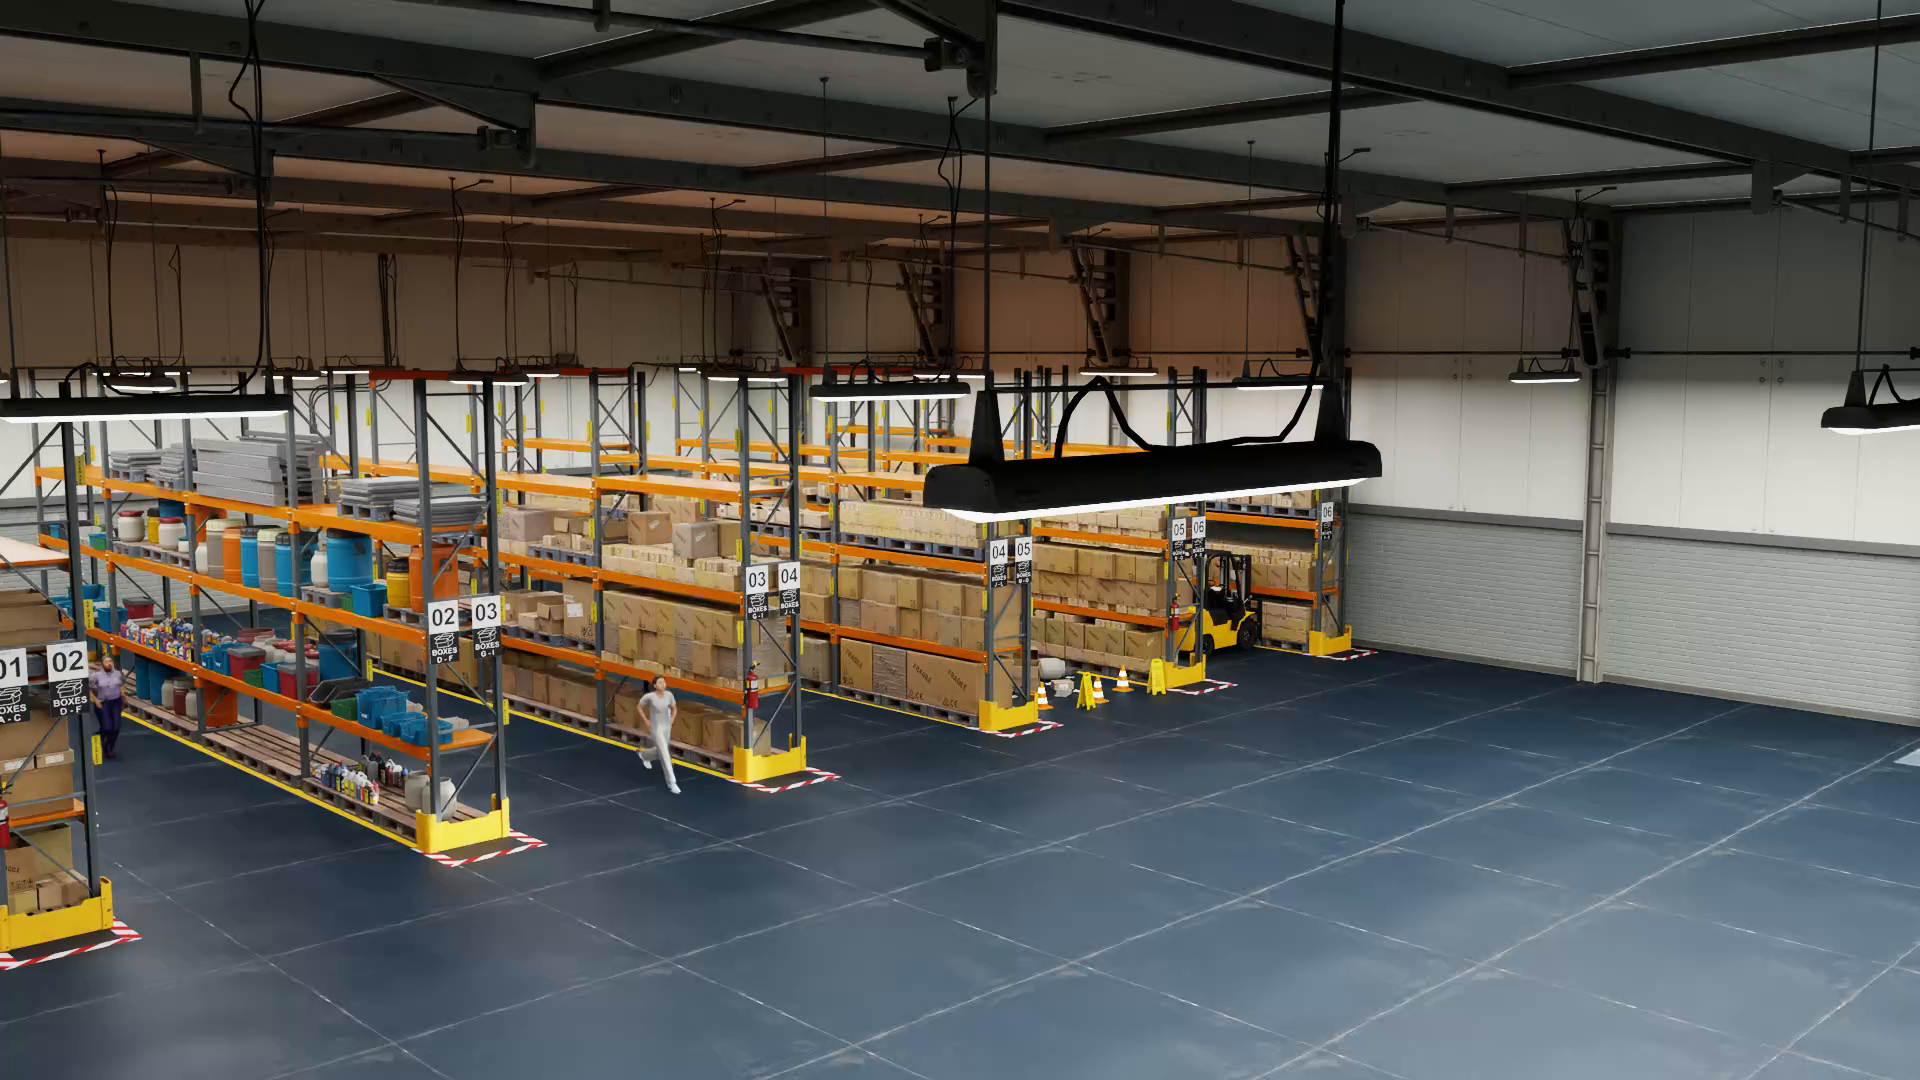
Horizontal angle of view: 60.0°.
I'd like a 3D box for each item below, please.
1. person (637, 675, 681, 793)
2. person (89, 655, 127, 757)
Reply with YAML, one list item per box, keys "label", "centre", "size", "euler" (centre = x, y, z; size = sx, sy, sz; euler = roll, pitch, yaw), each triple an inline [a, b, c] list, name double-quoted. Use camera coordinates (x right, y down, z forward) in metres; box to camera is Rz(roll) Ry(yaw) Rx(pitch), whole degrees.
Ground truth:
- label: "person"
  centre: [-4.394, 2.786, 24.296]
  size: [0.537, 1.676, 1.114]
  euler: [-6, 9, -44]
- label: "person"
  centre: [-13.311, 2.601, 26.013]
  size: [0.536, 1.602, 0.581]
  euler: [5, 8, 37]
